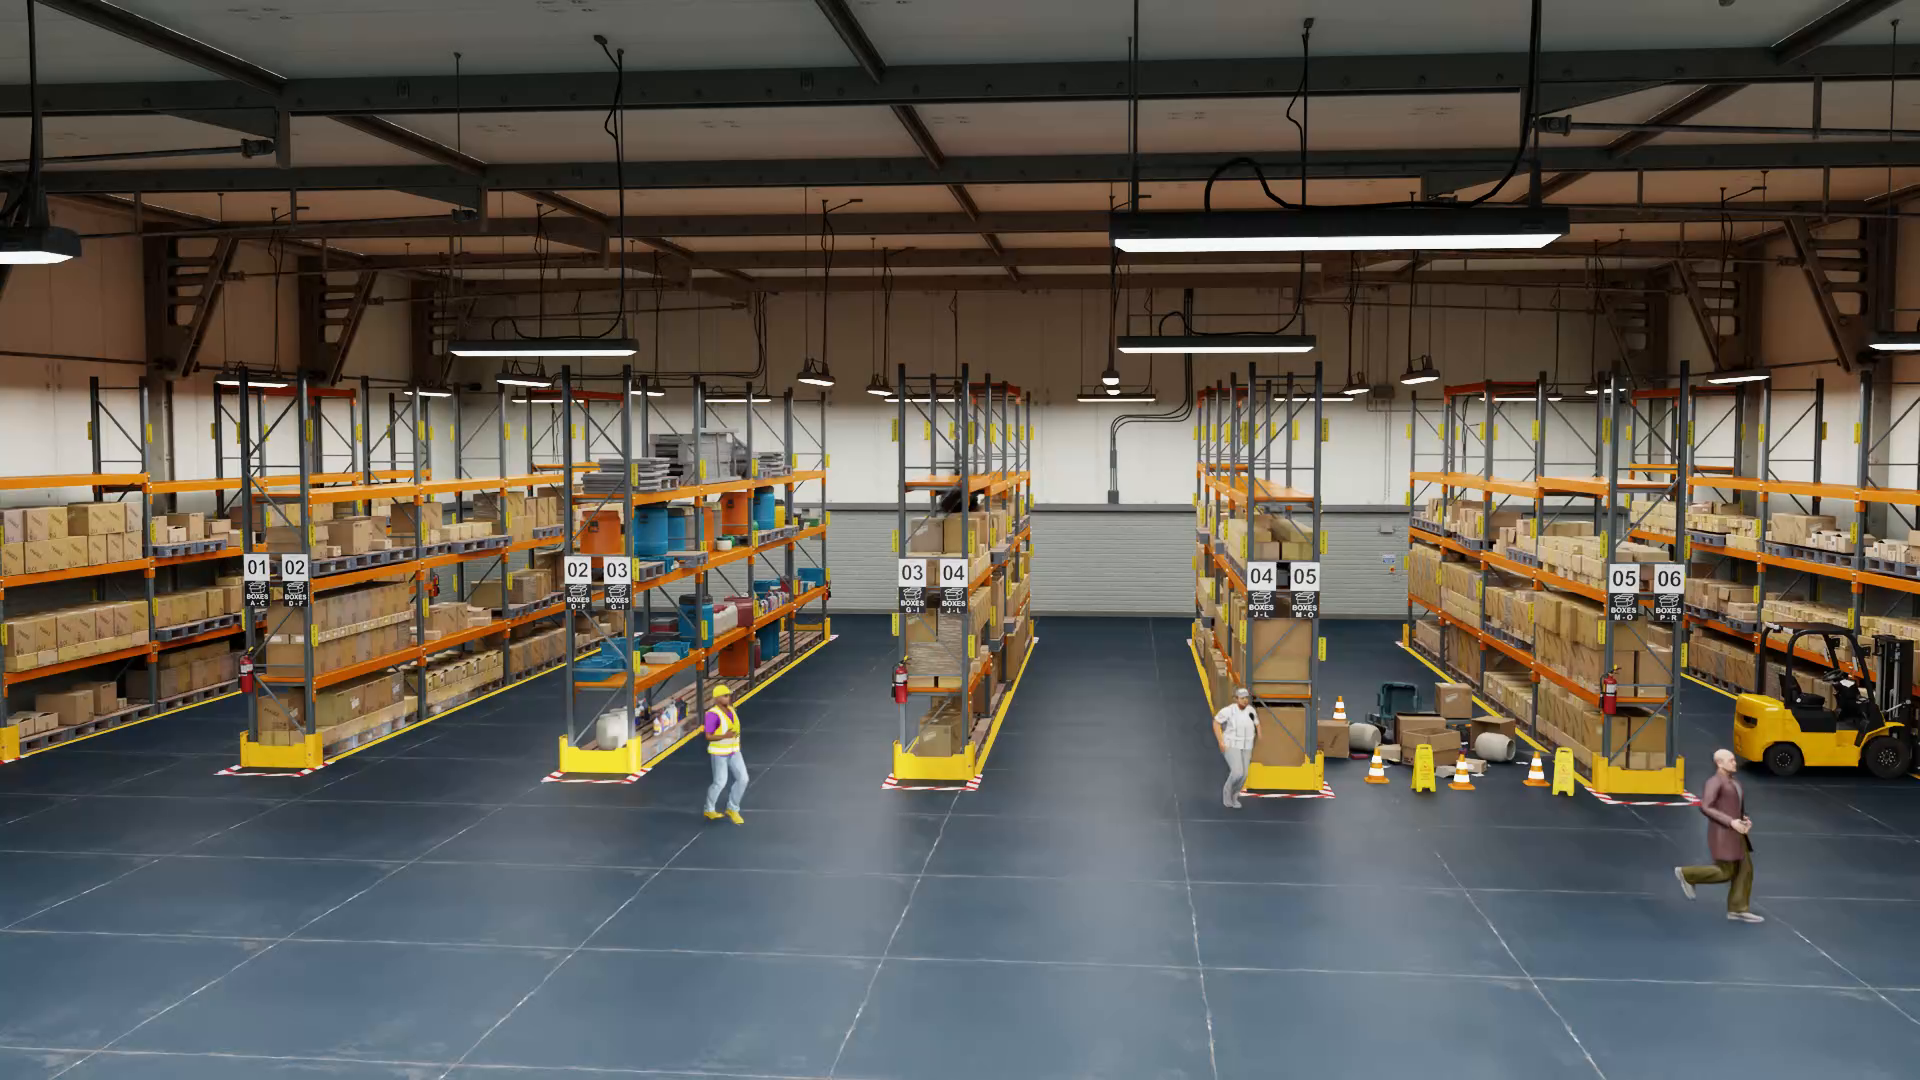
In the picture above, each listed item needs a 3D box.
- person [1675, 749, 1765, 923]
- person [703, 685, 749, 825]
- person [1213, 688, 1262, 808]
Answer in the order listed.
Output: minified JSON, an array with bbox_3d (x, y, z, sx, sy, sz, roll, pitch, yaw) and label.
[{"bbox_3d":[7.877,3.030,17.159,0.710,1.750,0.888,-3,5,-43],"label":"person"},{"bbox_3d":[-2.997,2.759,21.282,0.706,1.812,0.673,3,5,36],"label":"person"},{"bbox_3d":[3.740,2.774,22.146,0.626,1.626,0.614,-1,4,-22],"label":"person"}]
